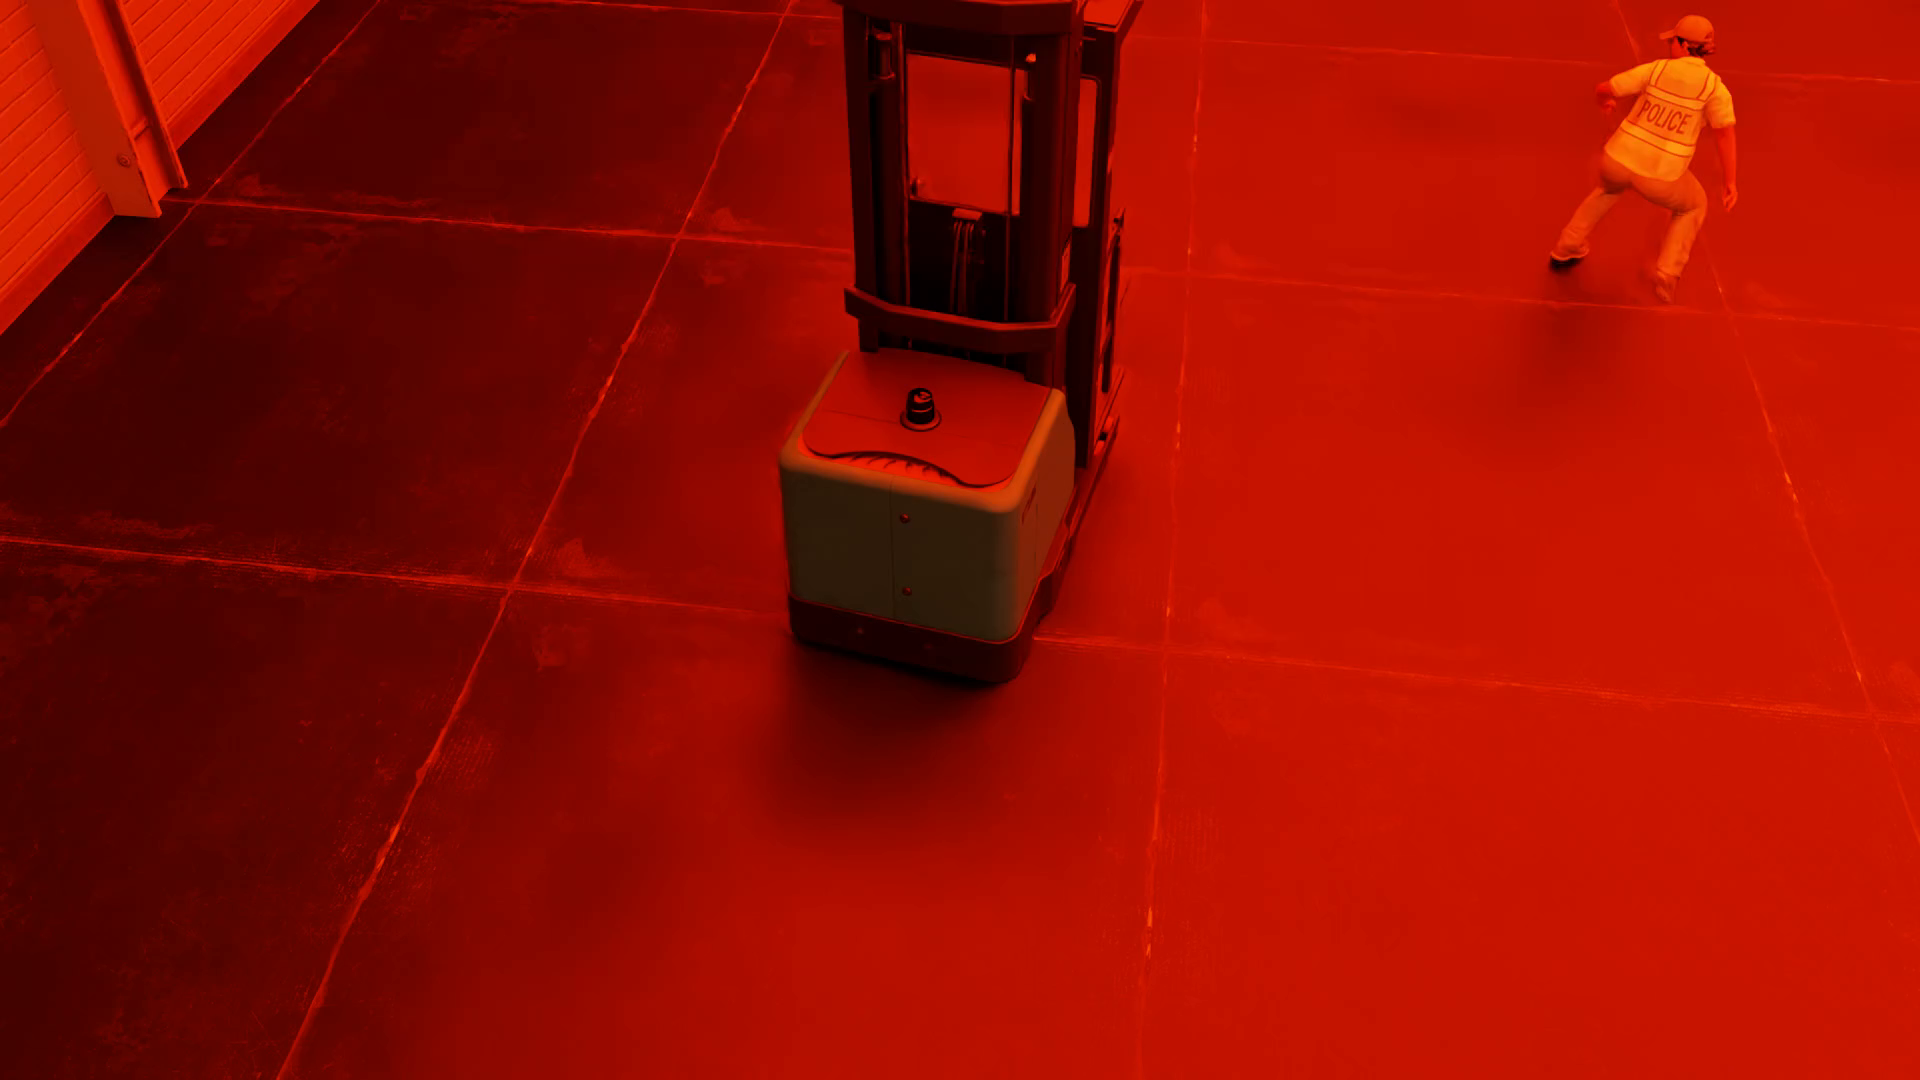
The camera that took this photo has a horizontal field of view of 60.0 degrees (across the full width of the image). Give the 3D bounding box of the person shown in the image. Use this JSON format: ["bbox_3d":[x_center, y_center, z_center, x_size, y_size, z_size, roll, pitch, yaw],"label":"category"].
[{"bbox_3d":[3.818,-2.035,9.066,0.936,1.568,0.508,29,50,28],"label":"person"}]

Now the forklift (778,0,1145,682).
[{"bbox_3d":[0.168,-1.482,7.338,1.130,2.935,3.031,12,44,13],"label":"forklift"}]
